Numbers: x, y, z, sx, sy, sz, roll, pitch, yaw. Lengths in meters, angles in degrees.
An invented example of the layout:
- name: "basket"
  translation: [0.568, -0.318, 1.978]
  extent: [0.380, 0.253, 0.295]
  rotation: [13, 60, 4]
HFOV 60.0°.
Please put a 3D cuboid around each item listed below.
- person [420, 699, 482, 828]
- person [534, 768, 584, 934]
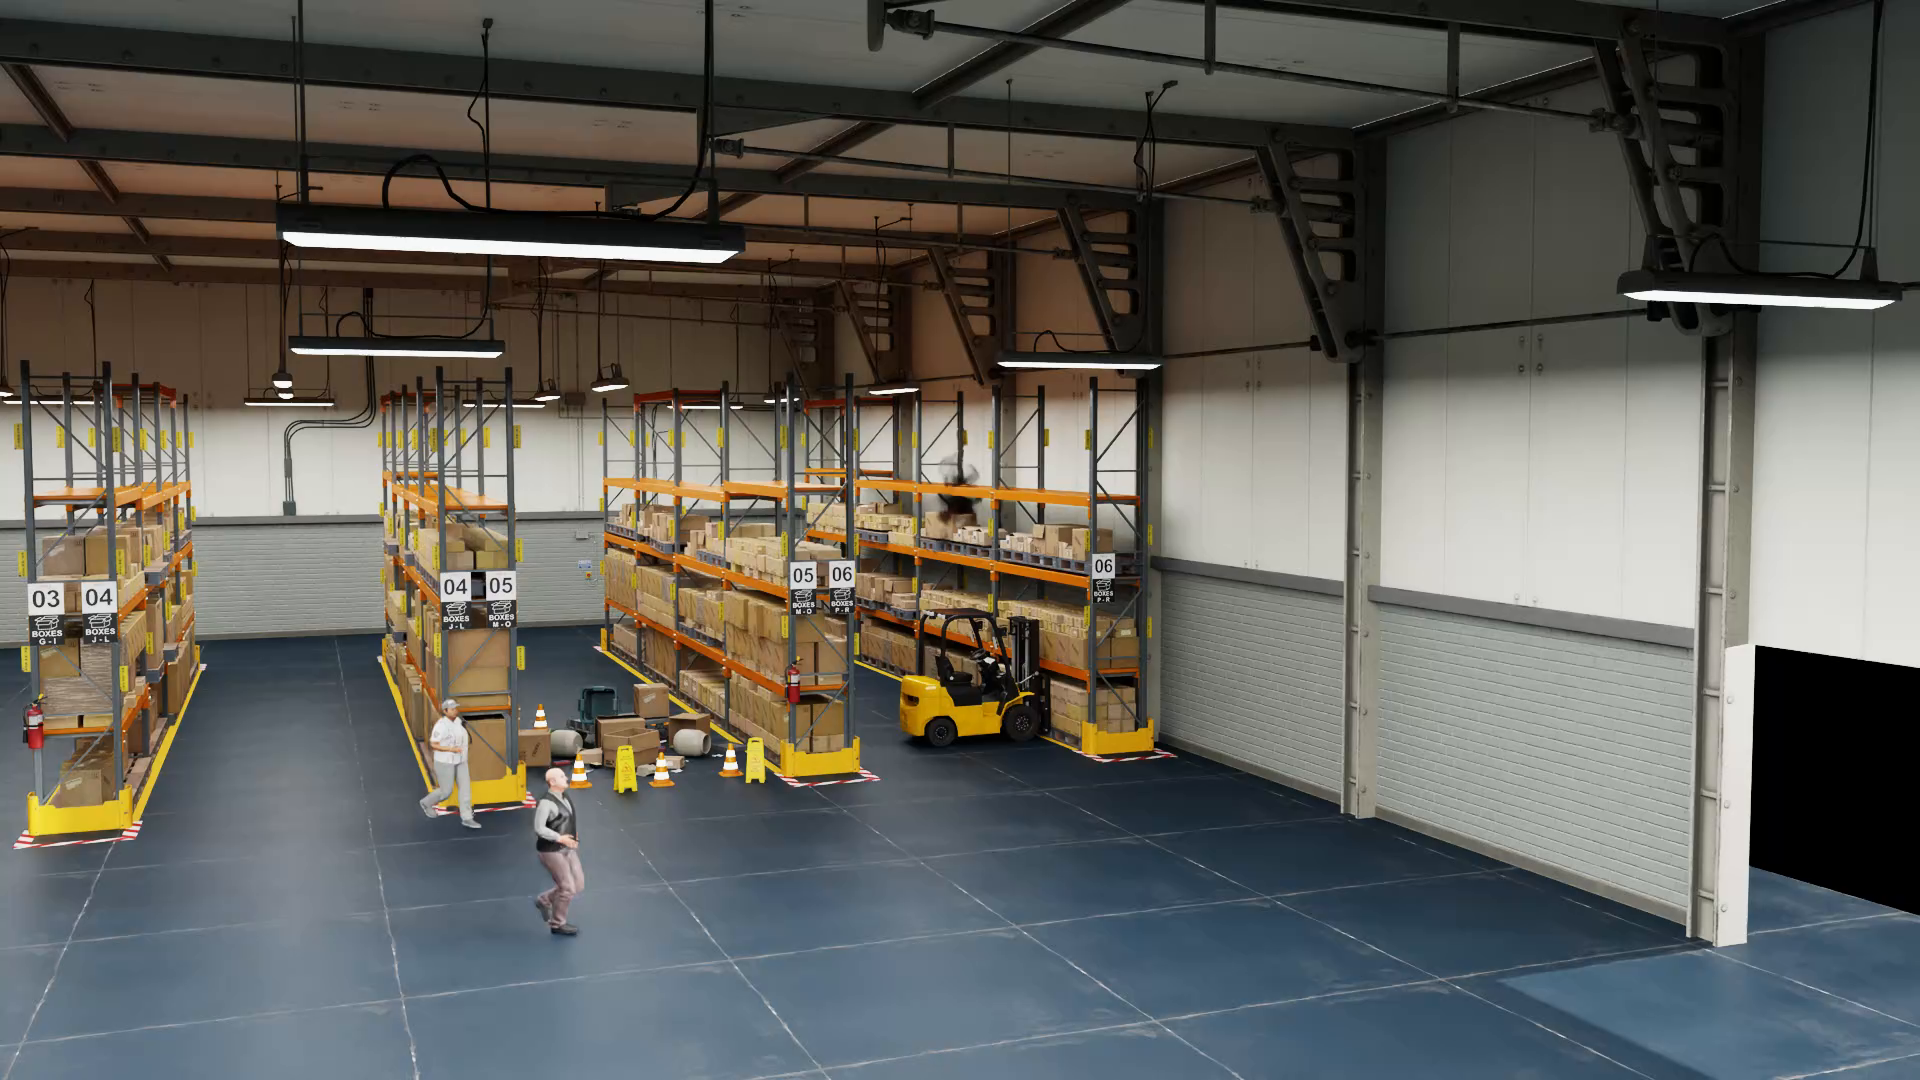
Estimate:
- name: "person"
  translation: [-6.577, 2.878, 21.467]
  extent: [0.909, 1.654, 0.612]
  rotation: [2, 4, 26]
- name: "person"
  translation: [-4.077, 3.147, 16.871]
  extent: [0.587, 1.681, 0.680]
  rotation: [1, 3, 11]
